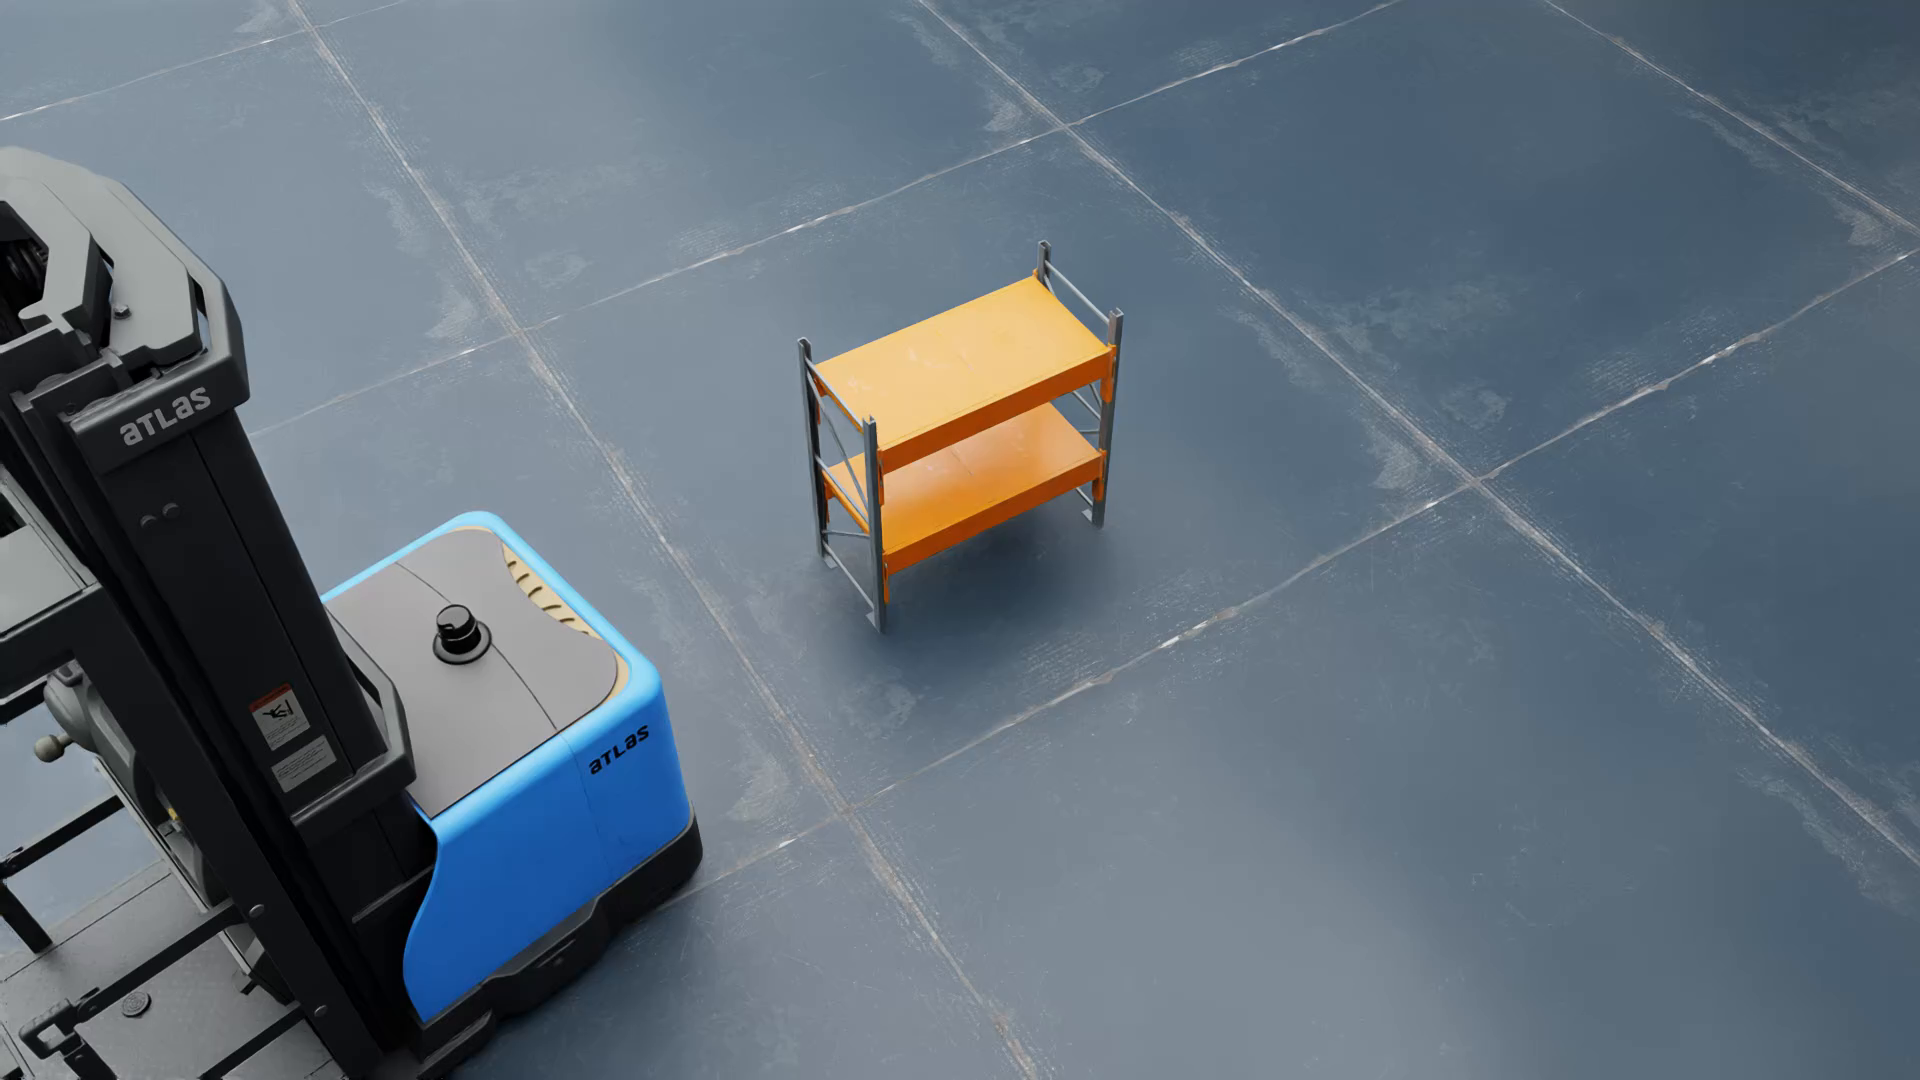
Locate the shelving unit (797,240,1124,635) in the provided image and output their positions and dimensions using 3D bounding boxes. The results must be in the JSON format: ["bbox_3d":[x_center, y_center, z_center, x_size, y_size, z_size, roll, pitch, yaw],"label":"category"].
[{"bbox_3d":[0.006,-0.377,6.278,1.048,1.125,0.538,-25,53,-21],"label":"shelving unit"}]

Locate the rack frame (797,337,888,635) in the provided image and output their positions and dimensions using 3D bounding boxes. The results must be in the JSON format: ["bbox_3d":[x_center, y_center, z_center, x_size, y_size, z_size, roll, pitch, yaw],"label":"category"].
[{"bbox_3d":[-0.424,-0.174,6.097,0.032,1.125,0.500,-25,53,-21],"label":"rack frame"}]

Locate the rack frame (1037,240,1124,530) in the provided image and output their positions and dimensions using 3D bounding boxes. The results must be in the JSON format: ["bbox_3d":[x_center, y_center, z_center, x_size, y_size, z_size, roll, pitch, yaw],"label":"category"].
[{"bbox_3d":[0.436,-0.579,6.458,0.032,1.125,0.500,-25,53,-21],"label":"rack frame"}]

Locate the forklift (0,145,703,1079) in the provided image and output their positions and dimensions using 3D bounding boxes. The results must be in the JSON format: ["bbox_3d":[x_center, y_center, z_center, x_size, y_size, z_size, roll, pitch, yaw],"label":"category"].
[{"bbox_3d":[-2.288,0.639,4.164,3.031,2.935,1.130,-35,57,-27],"label":"forklift"}]

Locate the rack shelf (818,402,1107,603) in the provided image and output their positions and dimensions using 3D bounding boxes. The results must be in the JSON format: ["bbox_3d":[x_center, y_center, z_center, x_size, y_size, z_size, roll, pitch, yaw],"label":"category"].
[{"bbox_3d":[0.006,-0.214,6.460,1.000,0.278,0.538,-25,53,-21],"label":"rack shelf"}]

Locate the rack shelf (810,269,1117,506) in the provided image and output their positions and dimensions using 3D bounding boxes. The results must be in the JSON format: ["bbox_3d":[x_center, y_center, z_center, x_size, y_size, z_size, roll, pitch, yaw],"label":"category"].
[{"bbox_3d":[0.006,-0.571,6.059,1.000,0.278,0.538,-25,53,-21],"label":"rack shelf"}]
